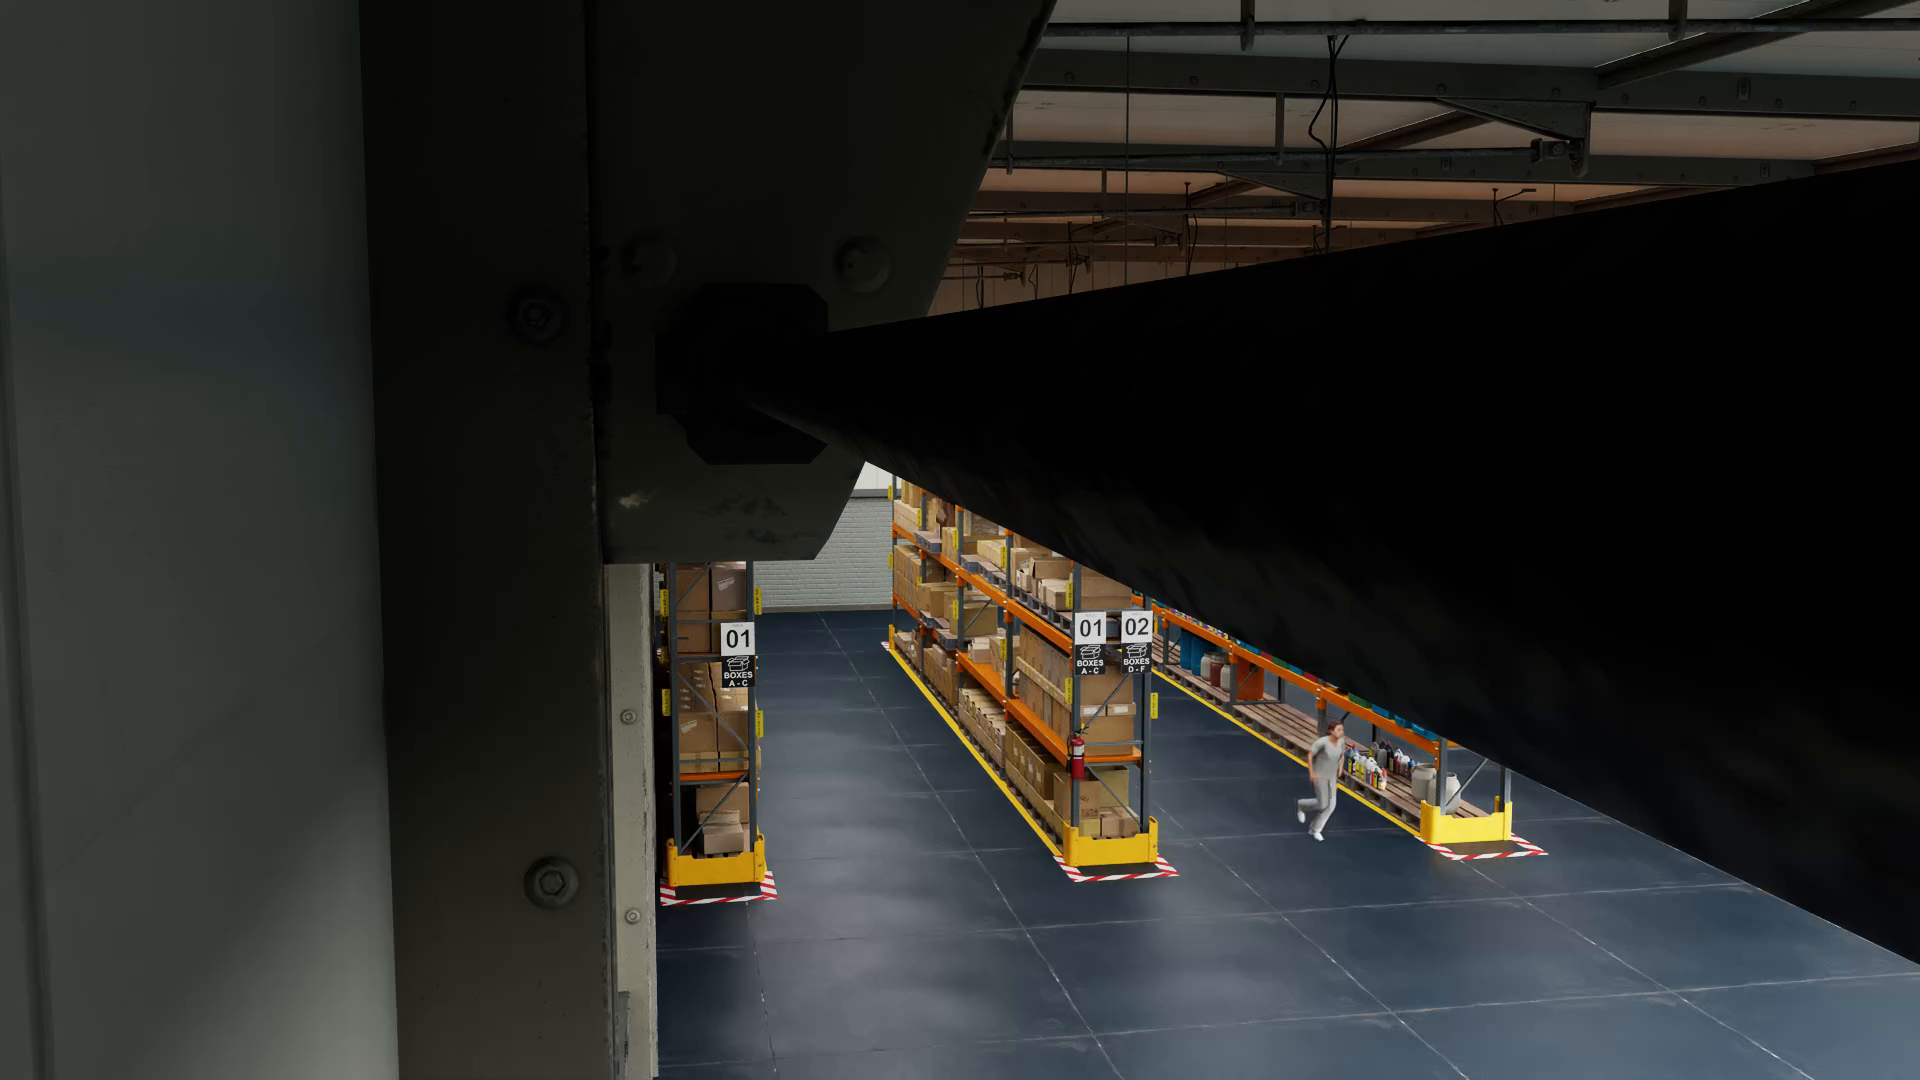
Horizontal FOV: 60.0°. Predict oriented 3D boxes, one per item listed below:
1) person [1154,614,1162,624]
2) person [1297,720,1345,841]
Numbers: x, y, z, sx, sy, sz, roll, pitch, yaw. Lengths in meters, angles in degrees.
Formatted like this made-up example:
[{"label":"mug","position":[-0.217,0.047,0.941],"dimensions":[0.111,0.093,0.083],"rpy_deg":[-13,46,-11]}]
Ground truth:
[{"label":"person","position":[5.051,1.210,39.380],"dimensions":[0.990,1.793,0.653],"rpy_deg":[0,6,1]},{"label":"person","position":[4.849,3.158,22.232],"dimensions":[0.545,1.604,0.654],"rpy_deg":[-4,7,-31]}]
